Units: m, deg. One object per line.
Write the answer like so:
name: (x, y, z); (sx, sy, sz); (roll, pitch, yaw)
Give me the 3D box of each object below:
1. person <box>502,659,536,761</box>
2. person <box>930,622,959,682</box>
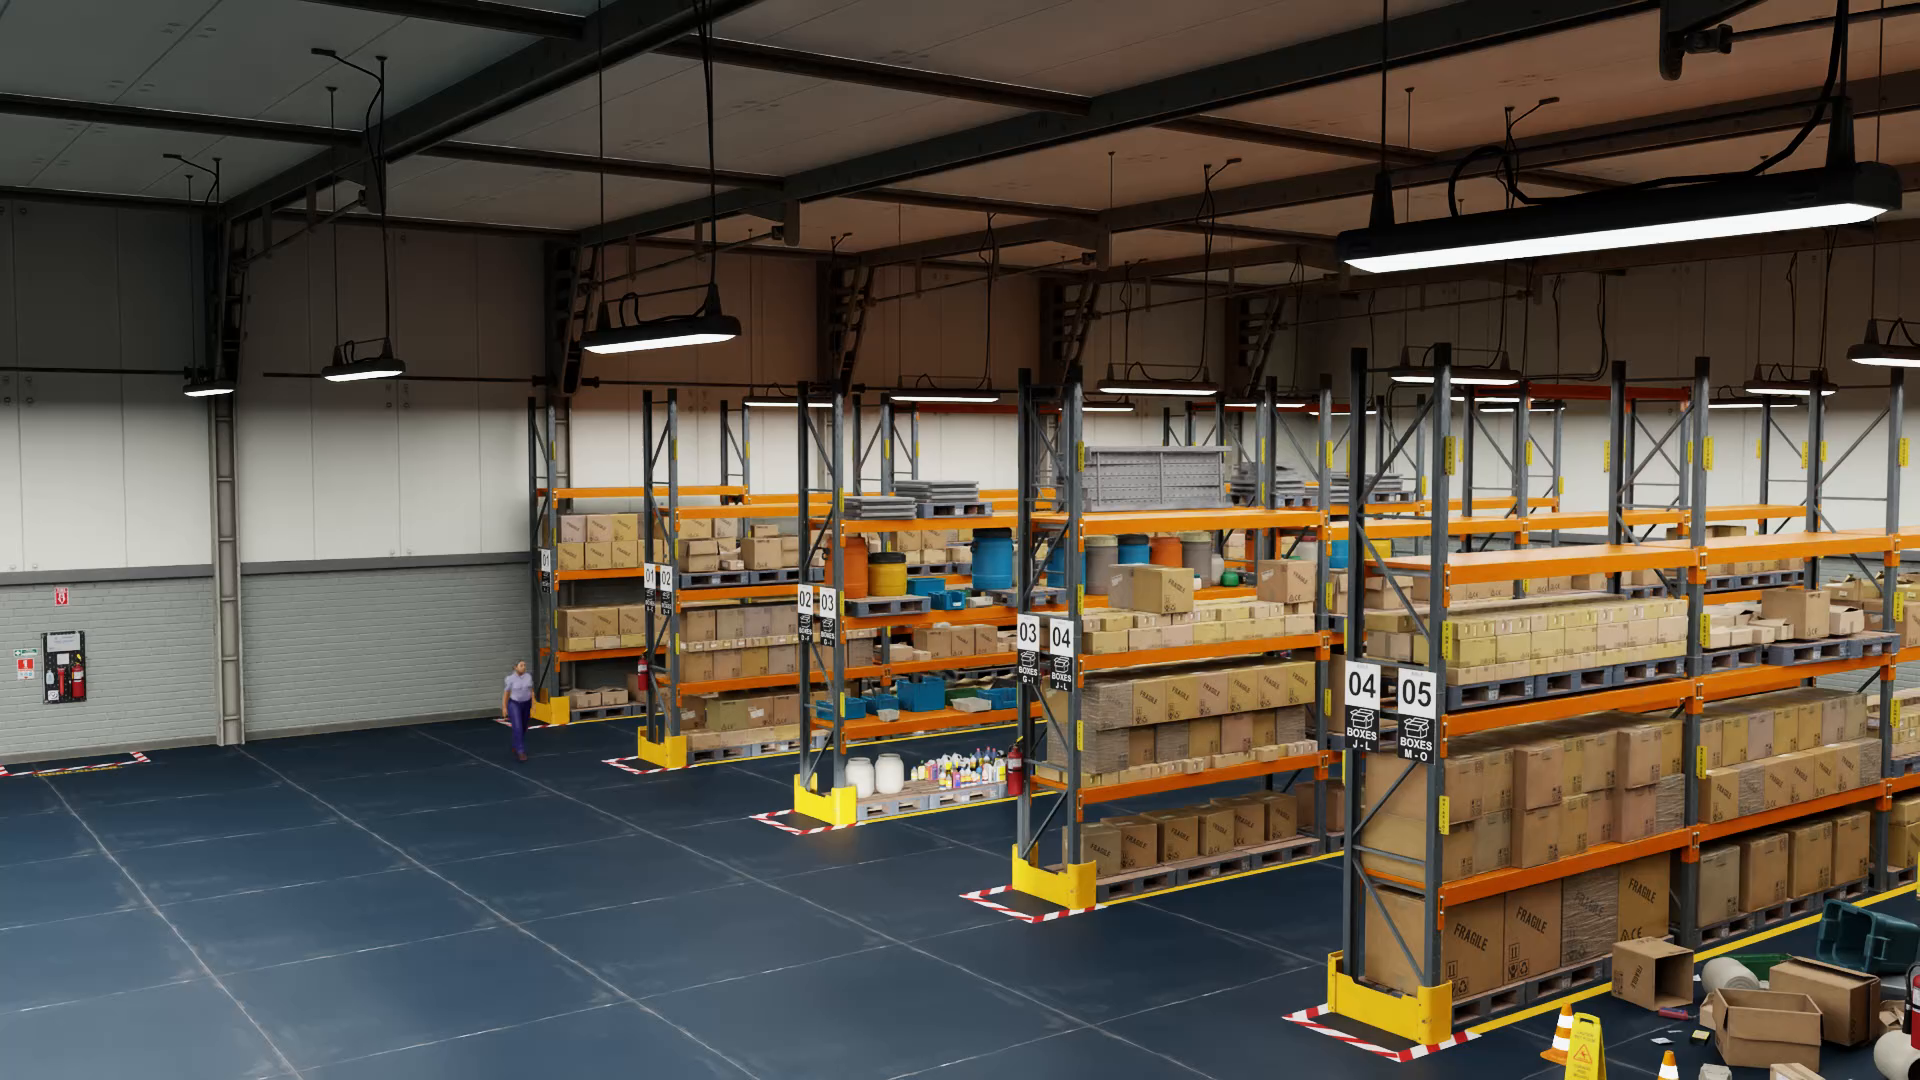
person: (-7.192, 2.743, 27.220); (0.880, 1.608, 0.510); (3, 4, 41)
person: (-0.398, 2.127, 33.765); (0.841, 1.685, 0.634); (-2, 4, -34)
